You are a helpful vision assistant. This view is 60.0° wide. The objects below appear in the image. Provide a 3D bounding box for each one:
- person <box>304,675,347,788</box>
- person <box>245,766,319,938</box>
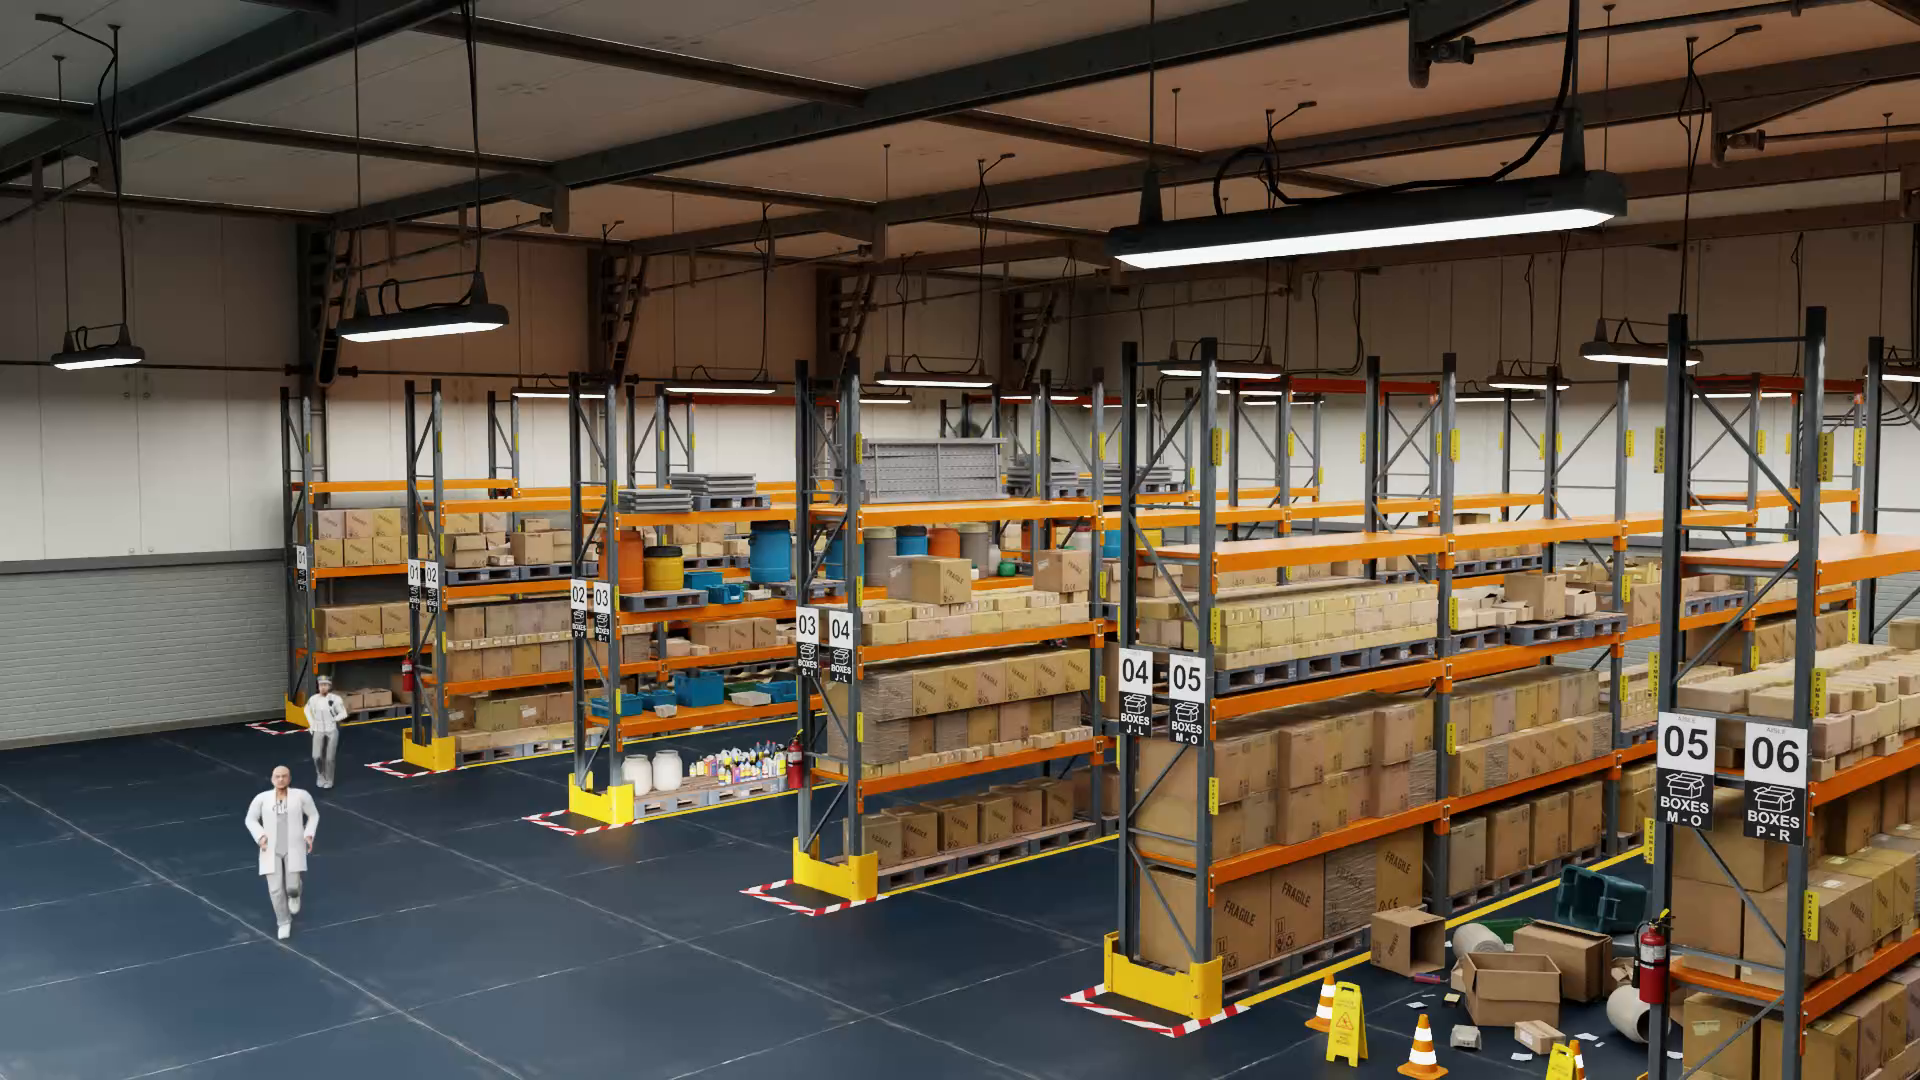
[{"bbox_3d":[-9.212,2.788,24.096,0.625,1.658,0.588,-1,4,-11],"label":"person"},{"bbox_3d":[-7.030,3.204,17.258,0.712,1.739,0.652,-1,4,-19],"label":"person"}]
